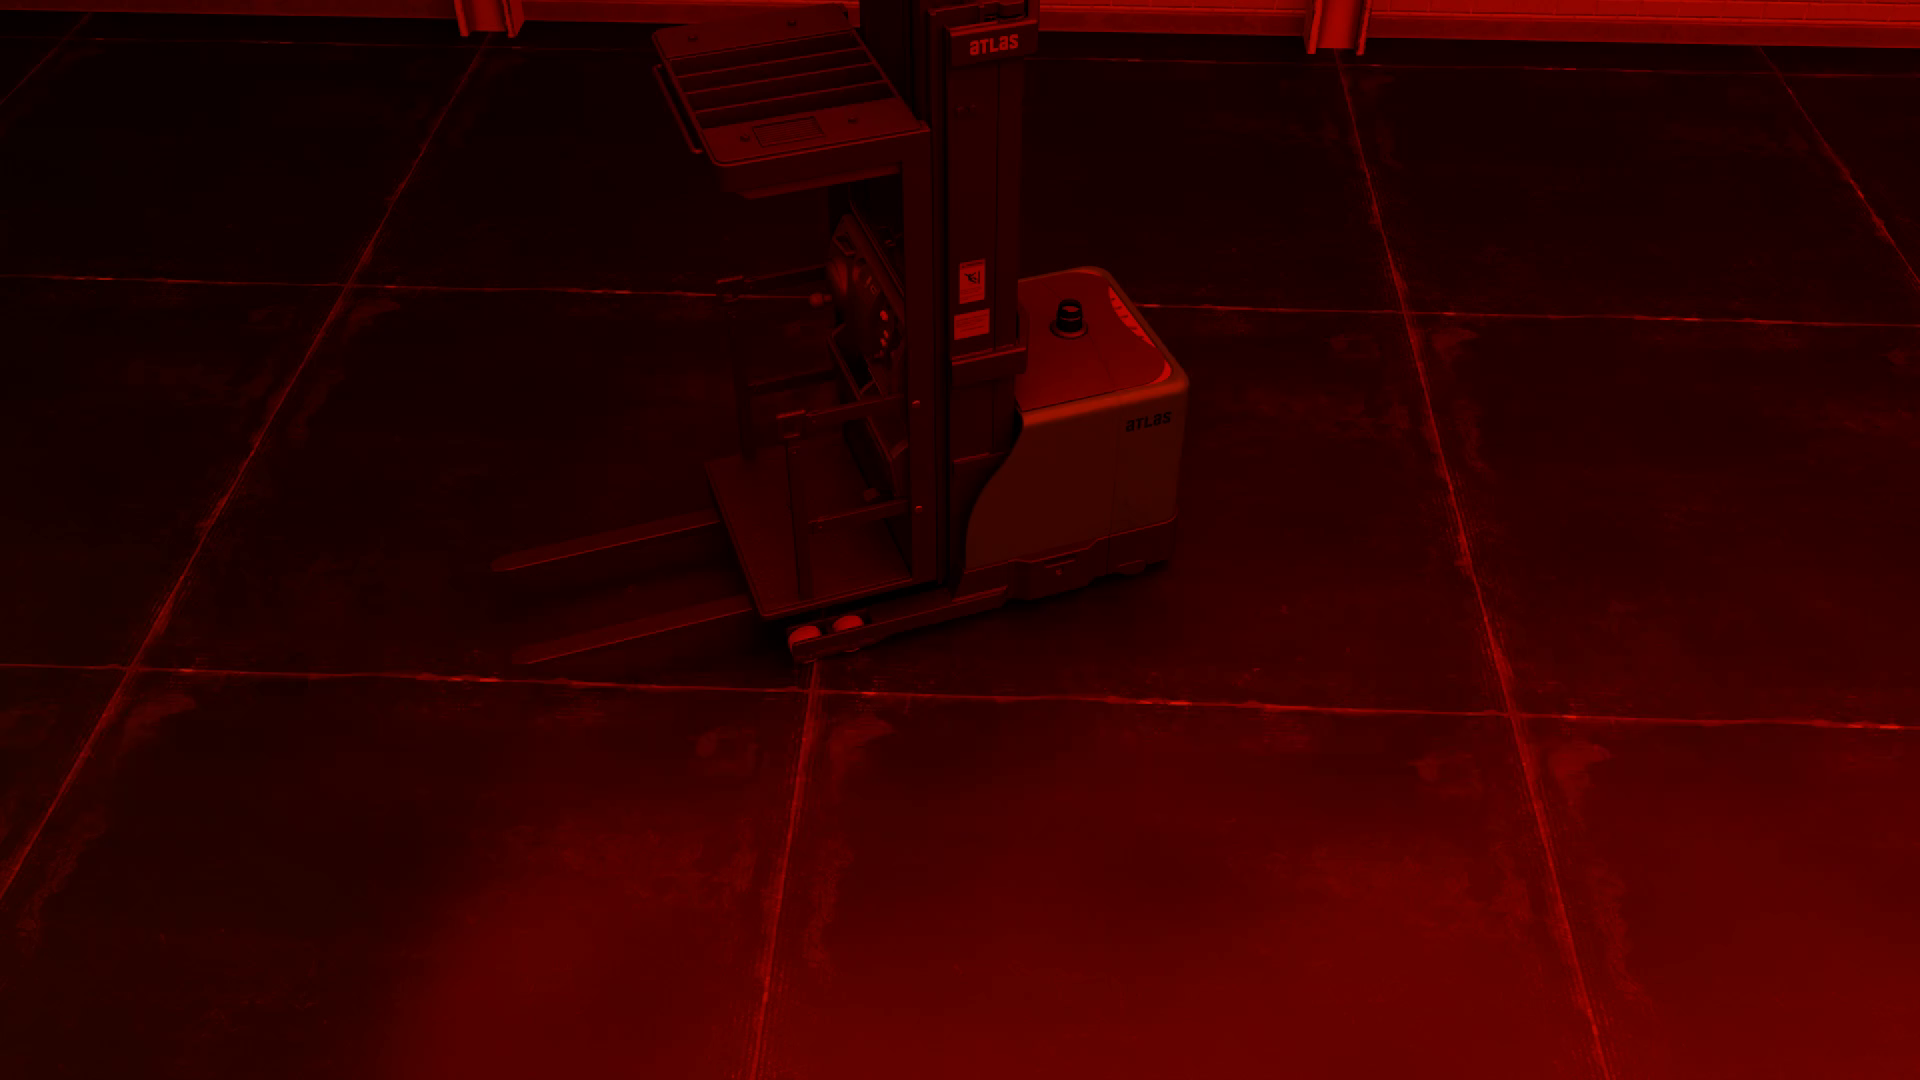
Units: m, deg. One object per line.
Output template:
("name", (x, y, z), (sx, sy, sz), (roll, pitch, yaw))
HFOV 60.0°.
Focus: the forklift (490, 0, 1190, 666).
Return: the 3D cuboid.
("forklift", (-0.573, -0.945, 6.778), (3.031, 2.935, 1.130), (-13, 44, -14))
